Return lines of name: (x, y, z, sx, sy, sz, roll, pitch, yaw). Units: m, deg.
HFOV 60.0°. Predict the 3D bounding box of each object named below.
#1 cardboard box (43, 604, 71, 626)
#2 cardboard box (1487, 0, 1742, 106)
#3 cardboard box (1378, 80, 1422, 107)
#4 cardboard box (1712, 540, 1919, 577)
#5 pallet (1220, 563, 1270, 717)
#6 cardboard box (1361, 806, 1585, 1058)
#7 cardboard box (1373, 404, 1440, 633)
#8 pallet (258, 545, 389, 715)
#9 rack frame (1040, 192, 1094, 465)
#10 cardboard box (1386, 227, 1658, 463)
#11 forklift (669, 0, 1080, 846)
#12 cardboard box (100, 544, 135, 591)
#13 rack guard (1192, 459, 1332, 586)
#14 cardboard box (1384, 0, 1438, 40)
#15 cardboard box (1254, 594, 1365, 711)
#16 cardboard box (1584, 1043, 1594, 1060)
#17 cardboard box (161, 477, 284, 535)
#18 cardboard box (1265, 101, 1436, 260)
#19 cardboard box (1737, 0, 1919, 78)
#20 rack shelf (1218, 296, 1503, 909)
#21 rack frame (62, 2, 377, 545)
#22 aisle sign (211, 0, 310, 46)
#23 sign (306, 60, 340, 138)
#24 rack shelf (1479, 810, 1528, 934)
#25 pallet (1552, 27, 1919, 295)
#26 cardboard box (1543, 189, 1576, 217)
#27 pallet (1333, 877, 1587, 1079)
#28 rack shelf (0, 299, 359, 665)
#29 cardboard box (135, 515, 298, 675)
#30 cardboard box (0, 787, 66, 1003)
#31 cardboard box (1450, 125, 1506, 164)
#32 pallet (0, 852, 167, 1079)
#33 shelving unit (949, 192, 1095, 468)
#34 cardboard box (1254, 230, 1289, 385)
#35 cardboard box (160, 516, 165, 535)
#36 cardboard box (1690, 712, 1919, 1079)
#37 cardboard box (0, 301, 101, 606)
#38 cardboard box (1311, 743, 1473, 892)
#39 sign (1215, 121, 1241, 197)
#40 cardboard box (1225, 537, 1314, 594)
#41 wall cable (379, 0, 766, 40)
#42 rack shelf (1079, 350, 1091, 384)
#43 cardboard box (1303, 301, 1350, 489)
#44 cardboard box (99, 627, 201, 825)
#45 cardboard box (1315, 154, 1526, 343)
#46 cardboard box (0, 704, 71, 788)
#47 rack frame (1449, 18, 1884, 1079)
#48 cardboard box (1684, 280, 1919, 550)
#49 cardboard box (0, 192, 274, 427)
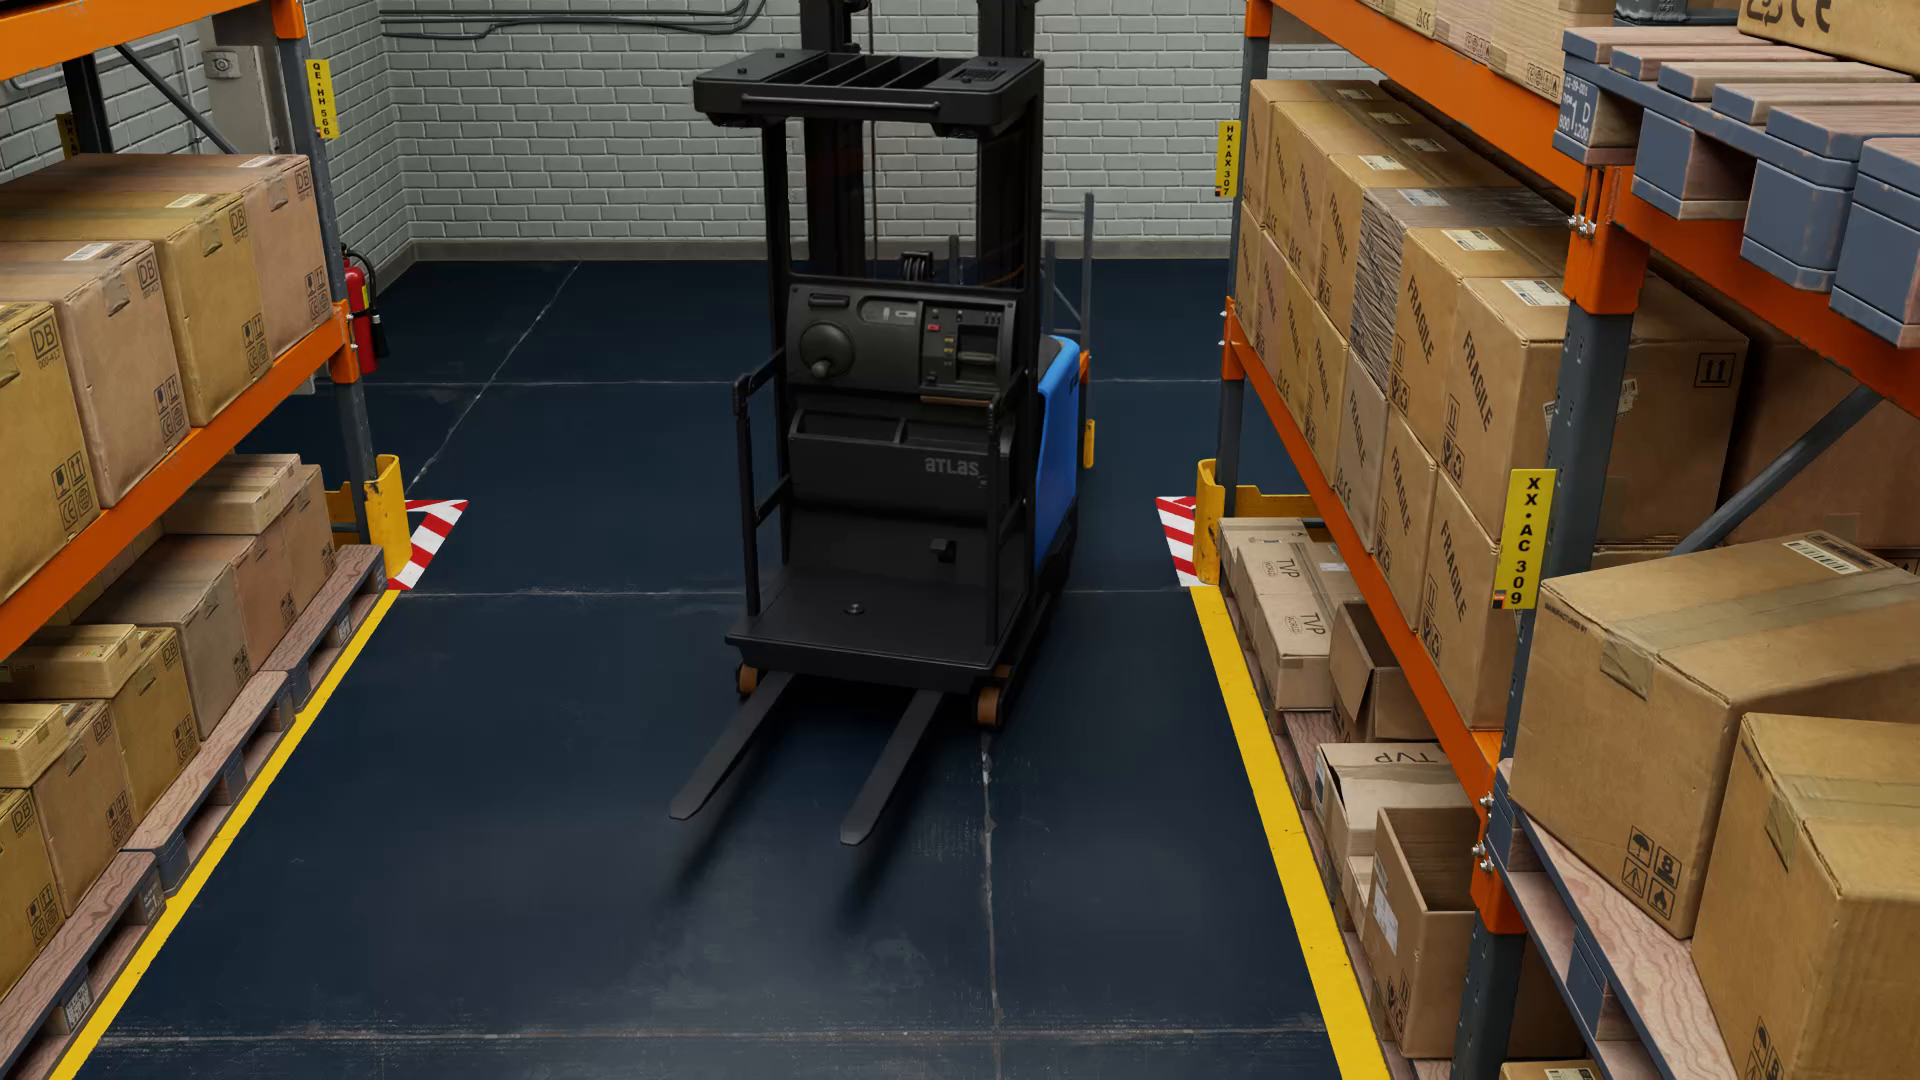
cardboard box: (-3.322, 0.281, 5.725, 0.380, 0.149, 0.250, -1, 24, -2)
cardboard box: (1.480, -1.108, 3.602, 0.500, 0.250, 0.500, 0, 24, -1)
cardboard box: (1.987, -1.578, 6.764, 0.500, 0.500, 0.500, 0, 24, -1)
cardboard box: (2.018, 0.133, 4.195, 0.500, 0.500, 0.500, 0, 24, 1)
pallet: (1.718, 0.372, 7.172, 1.003, 0.211, 1.213, 0, 24, -1)
cardboard box: (1.461, 1.095, 4.689, 0.500, 0.500, 0.500, 0, 24, -1)
cardboard box: (1.482, -0.073, 4.651, 0.500, 0.500, 0.500, 0, 24, 1)
pallet: (-3.159, 0.365, 7.187, 1.003, 0.211, 1.213, 0, 24, -1)
rack frame: (0.446, -1.125, 8.918, 0.500, 1.500, 0.032, 6, 25, 13)
cardboard box: (1.478, -0.530, 4.447, 0.500, 0.500, 0.500, -1, 24, -2)
forklift: (-0.289, -0.765, 6.384, 1.130, 2.935, 3.031, 6, 25, 13)
cardboard box: (-3.328, 0.071, 6.189, 0.380, 0.149, 0.250, 0, 24, 0)
rack guard: (1.708, -0.088, 7.839, 1.175, 0.500, 0.348, 0, 24, -1)
cardboard box: (1.471, -1.520, 4.513, 0.500, 0.250, 0.500, 0, 24, -1)
cardboard box: (1.441, 0.431, 6.460, 0.500, 0.250, 0.500, 0, 24, -1)
cardboard box: (1.963, 1.240, 4.597, 0.500, 0.311, 0.500, 0, 24, -1)
cardboard box: (-2.951, -0.137, 6.650, 0.380, 0.149, 0.250, 0, 24, 1)
cardboard box: (1.462, -1.360, 6.283, 0.500, 0.500, 0.500, 0, 24, 0)
cardboard box: (1.683, -1.052, 2.543, 0.600, 0.600, 0.600, -3, 24, -6)
rack shelf: (1.729, -0.107, 5.719, 1.077, 0.370, 4.000, 0, 24, -1)
rack frame: (-3.246, -1.235, 7.340, 1.000, 3.000, 0.127, 0, 24, -1)
aisle sign: (-2.947, -2.450, 6.873, 0.394, 0.787, 0.004, 0, 24, -1)
sign: (-2.703, -1.867, 7.046, 0.100, 0.325, 0.005, 0, 24, -1)
rack shelf: (1.773, 1.541, 2.075, 1.077, 0.370, 4.000, 0, 24, -1)
pallet: (1.688, -0.622, 2.574, 1.213, 0.211, 1.003, 0, 24, -1)
cardboard box: (2.016, -0.731, 4.893, 0.500, 0.500, 0.500, -1, 24, -2)
pallet: (1.744, 1.377, 4.949, 1.003, 0.211, 1.213, 0, 24, -1)
rack shelf: (-3.224, -0.083, 5.666, 1.077, 0.370, 4.000, 0, 24, -1)
cardboard box: (-3.133, 0.207, 6.676, 0.700, 0.500, 0.500, 0, 24, -1)
cardboard box: (-3.108, 1.052, 4.807, 0.700, 0.500, 0.500, 0, 24, 0)
cardboard box: (2.004, -1.156, 5.831, 0.500, 0.500, 0.500, 0, 24, 1)
pallet: (-3.132, 1.370, 4.964, 1.003, 0.211, 1.213, 0, 24, -1)
shelving unit: (0.322, -0.926, 8.477, 0.587, 1.500, 1.083, 6, 25, 13)
cardboard box: (1.459, -0.908, 6.496, 0.500, 0.500, 0.500, 0, 24, -1)
cardboard box: (-3.333, -0.137, 6.649, 0.380, 0.149, 0.250, 0, 24, 0)
cardboard box: (1.603, 0.632, 2.582, 0.700, 0.500, 0.500, 4, 25, 8)
cardboard box: (-3.194, -0.248, 4.794, 0.980, 0.700, 0.700, -1, 24, -2)
cardboard box: (1.453, 0.872, 5.412, 0.500, 0.311, 0.500, 0, 24, -1)
sign: (1.165, -1.651, 7.209, 0.100, 0.325, 0.005, 0, 24, -1)
cardboard box: (1.371, 0.109, 7.274, 0.380, 0.166, 0.250, 0, 24, -1)
wall cable: (-2.950, -4.886, 11.901, 3.097, 2.526, 0.112, 0, 24, -1)
rack shelf: (0.320, -0.758, 8.543, 0.538, 0.185, 1.000, 6, 25, 13)
cardboard box: (1.466, -0.495, 5.583, 0.500, 0.500, 0.500, 0, 24, 0)
cardboard box: (-3.114, 0.634, 5.732, 0.700, 0.500, 0.500, 0, 24, 1)
cardboard box: (1.469, -0.945, 5.365, 0.500, 0.500, 0.500, 0, 24, -1)
cardboard box: (-2.929, 0.615, 4.987, 0.380, 0.149, 0.250, 1, 24, 1)
rack frame: (1.751, 0.390, 3.749, 1.000, 3.000, 0.127, 0, 24, -1)
cardboard box: (2.027, -0.307, 3.954, 0.500, 0.500, 0.500, 0, 24, 1)
cardboard box: (-3.211, -0.862, 6.151, 0.980, 0.700, 0.700, 0, 24, -1)
